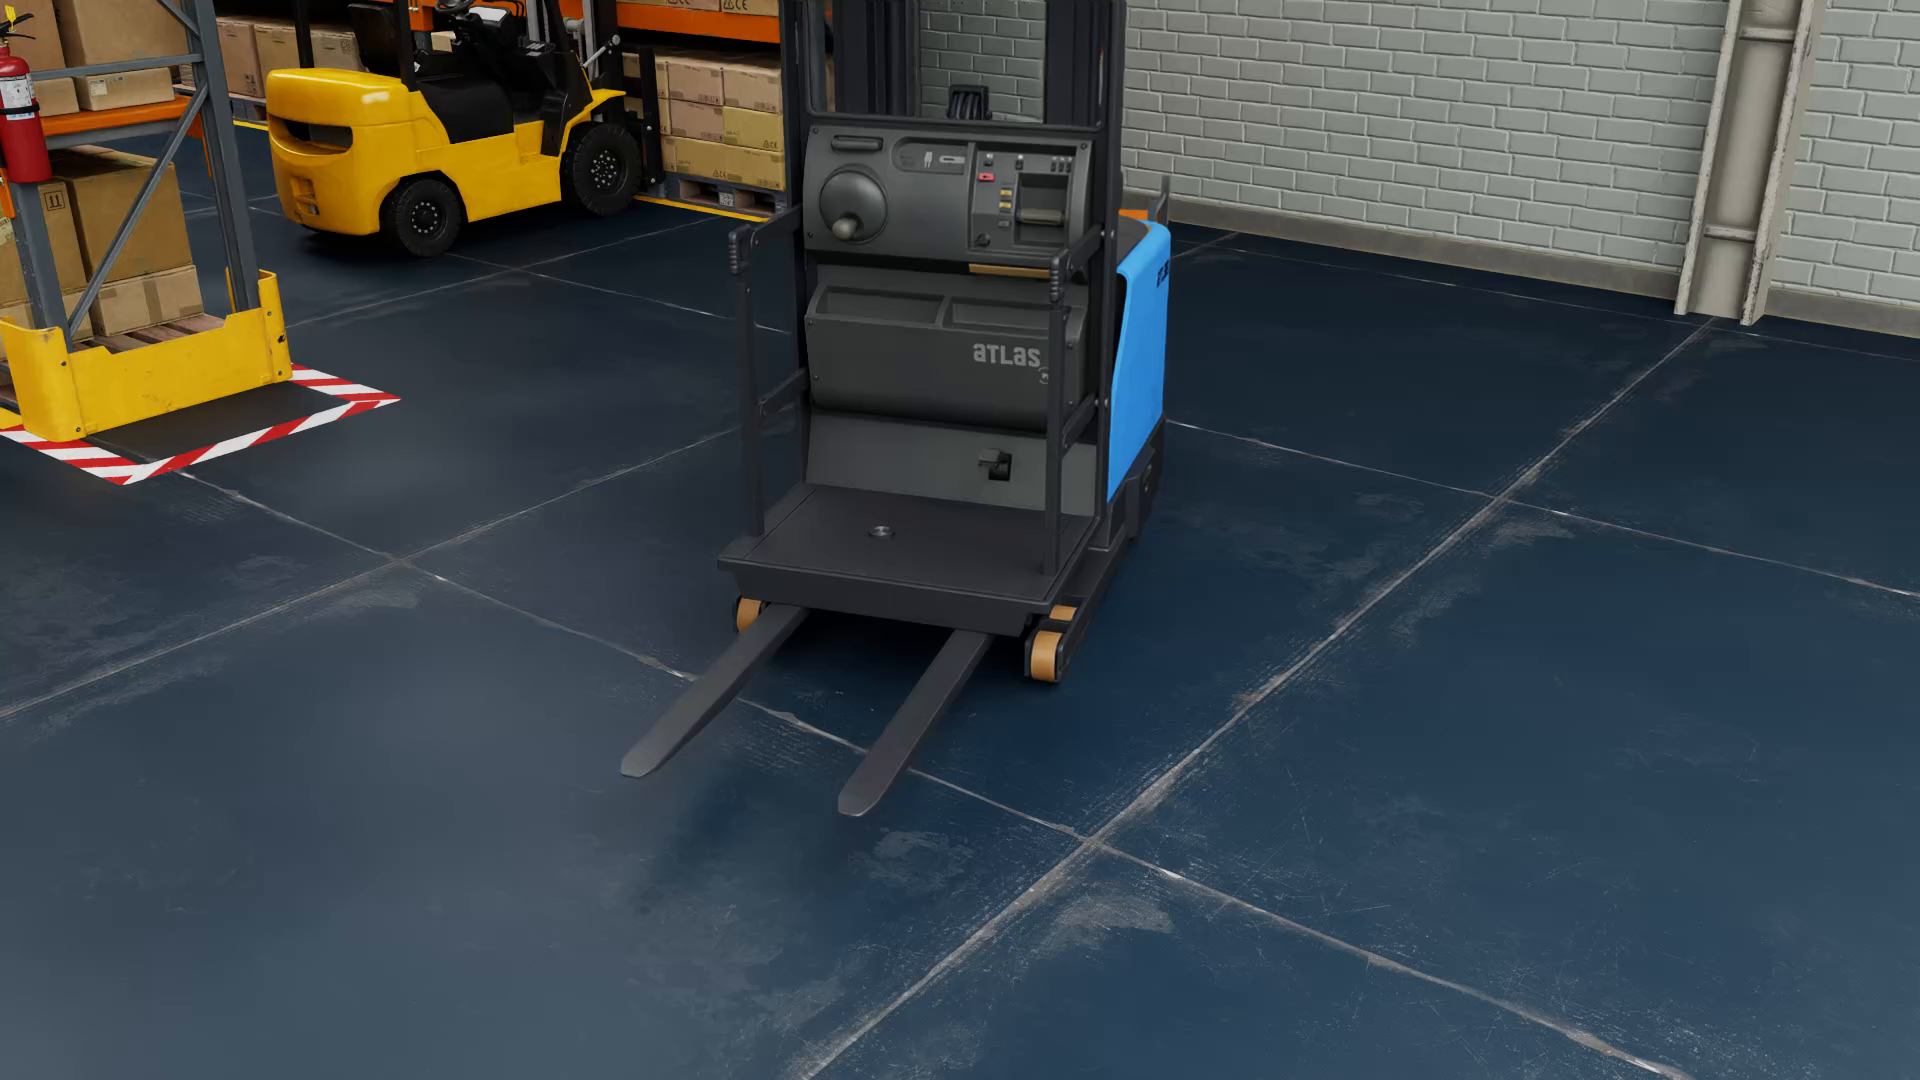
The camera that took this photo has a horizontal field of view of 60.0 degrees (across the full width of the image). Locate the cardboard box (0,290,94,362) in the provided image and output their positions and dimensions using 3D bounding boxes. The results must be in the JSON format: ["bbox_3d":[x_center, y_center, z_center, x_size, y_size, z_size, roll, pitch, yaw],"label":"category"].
[{"bbox_3d":[-4.454,-1.046,7.793,0.500,0.250,0.500,17,29,33],"label":"cardboard box"}]

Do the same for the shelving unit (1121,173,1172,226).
[{"bbox_3d":[0.316,-0.958,7.030,1.048,1.125,0.538,5,24,12],"label":"shelving unit"}]

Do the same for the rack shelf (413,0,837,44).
[{"bbox_3d":[-2.253,-3.754,11.943,4.000,0.370,1.077,17,29,33],"label":"rack shelf"}]

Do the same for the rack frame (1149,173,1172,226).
[{"bbox_3d":[0.811,-0.912,6.925,0.032,1.125,0.500,5,24,12],"label":"rack frame"}]

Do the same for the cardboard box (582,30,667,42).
[{"bbox_3d":[-2.532,-3.658,12.481,0.500,0.250,0.500,17,29,34],"label":"cardboard box"}]

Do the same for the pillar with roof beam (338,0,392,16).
[{"bbox_3d":[-8.052,-6.866,10.673,0.400,9.000,9.100,17,29,33],"label":"pillar with roof beam"}]

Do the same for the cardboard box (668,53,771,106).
[{"bbox_3d":[-1.620,-3.124,11.269,0.500,0.250,0.500,17,29,34],"label":"cardboard box"}]

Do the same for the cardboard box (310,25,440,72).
[{"bbox_3d":[-4.894,-3.985,13.999,0.625,0.625,0.875,16,29,33],"label":"cardboard box"}]

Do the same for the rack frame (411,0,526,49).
[{"bbox_3d":[-3.853,-4.567,12.896,0.127,3.000,1.000,17,29,33],"label":"rack frame"}]

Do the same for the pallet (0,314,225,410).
[{"bbox_3d":[-4.316,-0.948,8.139,1.213,0.211,1.003,17,29,33],"label":"pallet"}]

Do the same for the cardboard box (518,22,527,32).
[{"bbox_3d":[-3.343,-3.902,13.035,0.500,0.250,0.500,17,29,34],"label":"cardboard box"}]

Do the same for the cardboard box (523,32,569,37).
[{"bbox_3d":[-3.251,-3.614,12.380,0.500,0.250,0.500,17,29,33],"label":"cardboard box"}]

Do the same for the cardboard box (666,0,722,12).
[{"bbox_3d":[-1.613,-3.808,11.049,0.500,0.500,0.500,18,29,35],"label":"cardboard box"}]

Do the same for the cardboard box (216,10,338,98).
[{"bbox_3d":[-6.035,-4.329,14.780,0.625,0.625,0.875,18,29,35],"label":"cardboard box"}]

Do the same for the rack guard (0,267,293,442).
[{"bbox_3d":[-3.687,-0.872,7.609,0.348,0.500,1.175,17,29,33],"label":"rack guard"}]

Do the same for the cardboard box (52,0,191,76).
[{"bbox_3d":[-3.839,-2.383,7.446,0.500,0.500,0.500,16,29,33],"label":"cardboard box"}]

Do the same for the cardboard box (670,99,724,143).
[{"bbox_3d":[-1.624,-2.904,11.391,0.500,0.250,0.500,16,29,33],"label":"cardboard box"}]

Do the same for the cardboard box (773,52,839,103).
[{"bbox_3d":[-0.923,-3.169,11.371,0.500,0.250,0.500,16,29,33],"label":"cardboard box"}]

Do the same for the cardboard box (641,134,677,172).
[{"bbox_3d":[-2.005,-2.793,11.758,0.500,0.250,0.500,17,29,34],"label":"cardboard box"}]

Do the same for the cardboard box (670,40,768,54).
[{"bbox_3d":[-1.719,-3.413,11.925,0.500,0.250,0.500,17,29,33],"label":"cardboard box"}]

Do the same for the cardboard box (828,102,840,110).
[{"bbox_3d":[-0.904,-2.943,11.479,0.500,0.250,0.500,17,29,34],"label":"cardboard box"}]

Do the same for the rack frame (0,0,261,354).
[{"bbox_3d":[-3.626,-1.998,7.063,0.127,3.000,1.000,17,29,33],"label":"rack frame"}]

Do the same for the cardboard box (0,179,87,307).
[{"bbox_3d":[-4.424,-1.384,7.631,0.500,0.500,0.500,17,29,34],"label":"cardboard box"}]

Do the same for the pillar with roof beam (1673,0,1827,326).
[{"bbox_3d":[1.550,-3.965,4.087,0.400,9.000,9.100,17,29,33],"label":"pillar with roof beam"}]

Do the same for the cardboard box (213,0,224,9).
[{"bbox_3d":[-7.284,-5.106,15.894,0.250,0.149,0.380,19,30,36],"label":"cardboard box"}]

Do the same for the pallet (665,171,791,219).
[{"bbox_3d":[-1.289,-2.495,11.652,1.213,0.211,1.003,17,29,33],"label":"pallet"}]

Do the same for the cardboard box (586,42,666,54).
[{"bbox_3d":[-2.431,-3.367,11.822,0.500,0.250,0.500,16,28,32],"label":"cardboard box"}]

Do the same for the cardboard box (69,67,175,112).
[{"bbox_3d":[-3.774,-2.032,7.452,0.250,0.149,0.380,17,29,33],"label":"cardboard box"}]

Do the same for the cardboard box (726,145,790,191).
[{"bbox_3d":[-1.218,-2.546,11.197,0.500,0.250,0.500,17,29,34],"label":"cardboard box"}]

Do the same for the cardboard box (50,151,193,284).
[{"bbox_3d":[-4.125,-1.564,8.040,0.500,0.500,0.500,16,28,32],"label":"cardboard box"}]

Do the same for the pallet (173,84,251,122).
[{"bbox_3d":[-6.418,-4.047,15.173,1.213,0.211,1.003,17,29,33],"label":"pallet"}]

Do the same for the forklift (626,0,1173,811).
[{"bbox_3d":[-0.101,-1.085,5.077,1.130,2.935,3.031,7,25,16],"label":"forklift"}]

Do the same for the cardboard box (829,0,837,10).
[{"bbox_3d":[-0.882,-3.855,11.155,0.500,0.500,0.500,18,29,35],"label":"cardboard box"}]
